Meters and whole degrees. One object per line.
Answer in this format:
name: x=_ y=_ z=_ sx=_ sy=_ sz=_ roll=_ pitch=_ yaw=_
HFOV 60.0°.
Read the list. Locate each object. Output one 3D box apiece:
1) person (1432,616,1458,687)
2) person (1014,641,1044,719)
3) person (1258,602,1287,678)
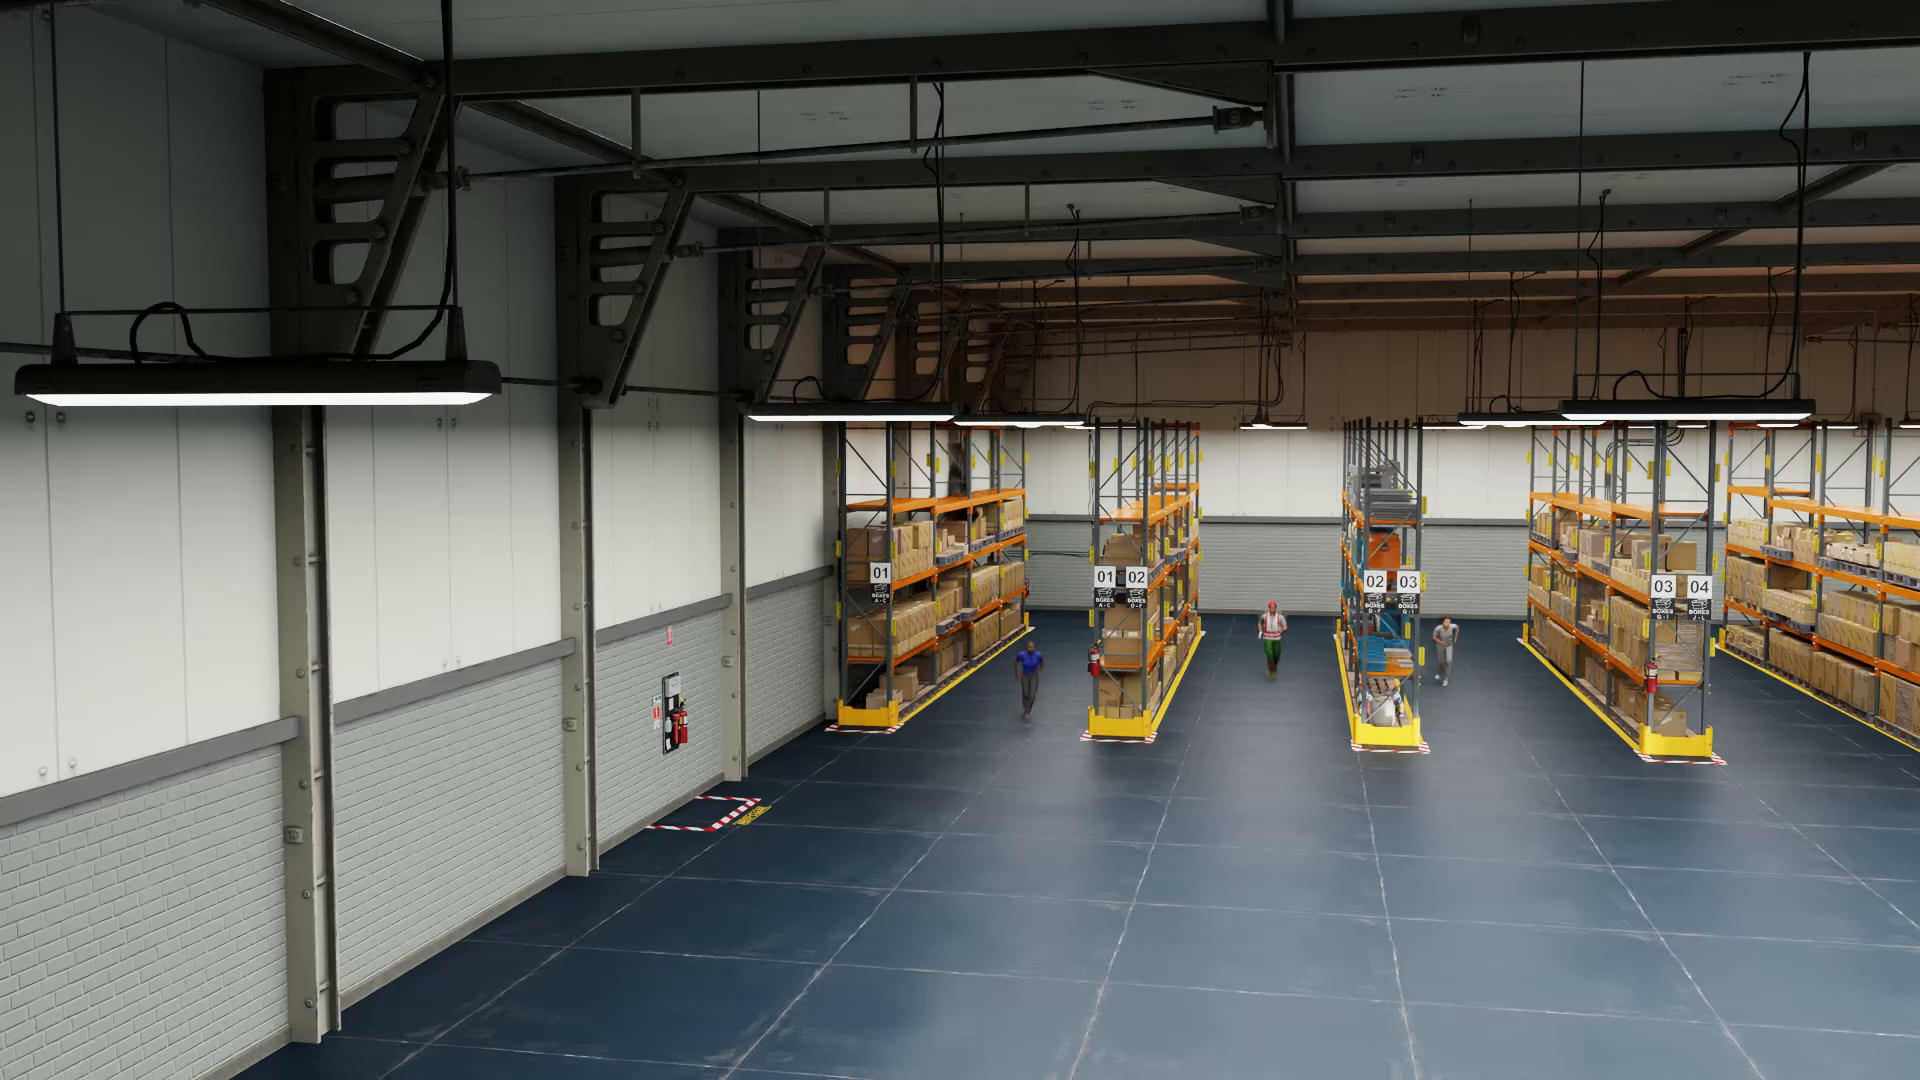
person: x=11.012 y=2.498 z=37.859 sx=0.606 sy=1.626 sz=0.957 roll=0 pitch=4 yaw=4
person: x=1.385 y=2.800 z=33.260 sx=0.563 sy=1.571 sz=0.690 roll=0 pitch=4 yaw=-6
person: x=7.290 y=2.315 z=38.799 sx=0.660 sy=1.765 sz=0.873 roll=1 pitch=4 yaw=9
